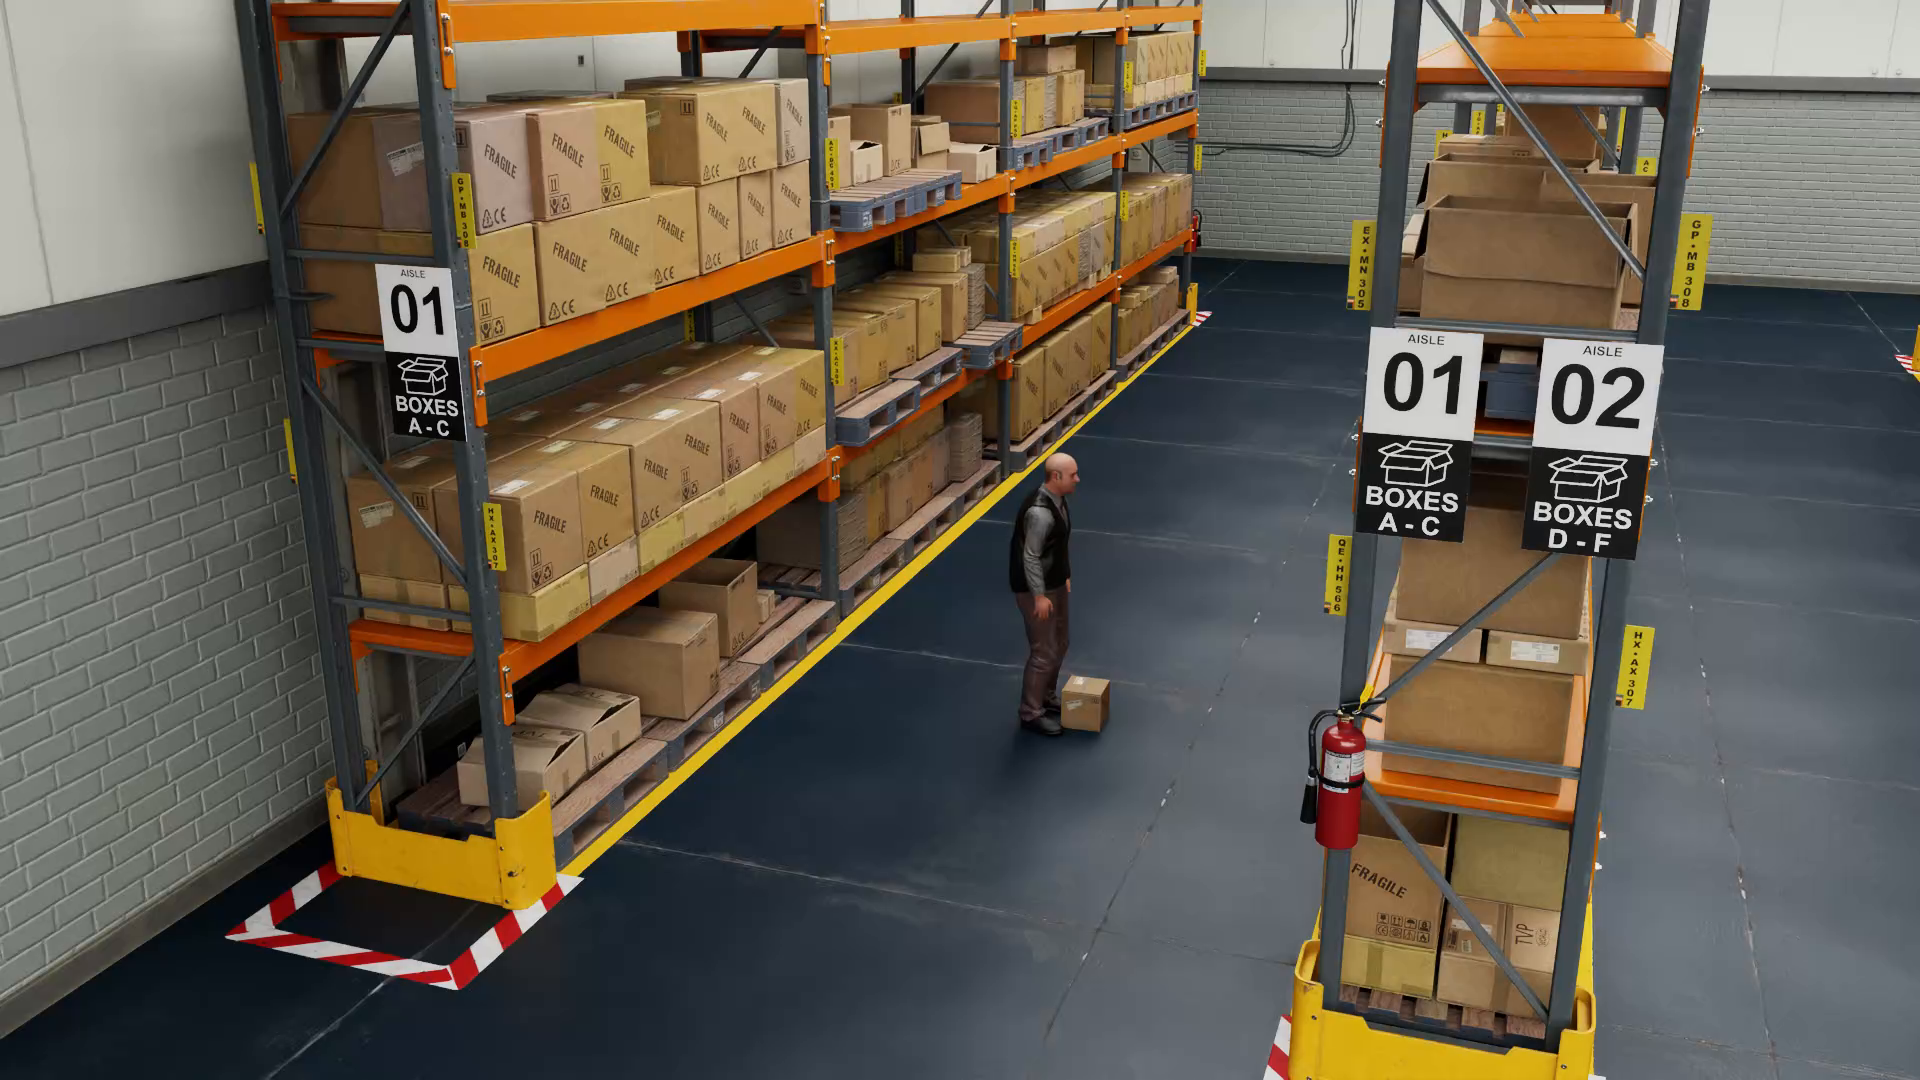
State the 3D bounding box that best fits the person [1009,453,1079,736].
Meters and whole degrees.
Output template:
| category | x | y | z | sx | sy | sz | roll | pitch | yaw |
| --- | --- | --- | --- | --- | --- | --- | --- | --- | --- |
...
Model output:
| category | x | y | z | sx | sy | sz | roll | pitch | yaw |
| --- | --- | --- | --- | --- | --- | --- | --- | --- | --- |
| person | 0.515 | 0.345 | 10.231 | 0.412 | 1.618 | 0.583 | 6 | 19 | 18 |
